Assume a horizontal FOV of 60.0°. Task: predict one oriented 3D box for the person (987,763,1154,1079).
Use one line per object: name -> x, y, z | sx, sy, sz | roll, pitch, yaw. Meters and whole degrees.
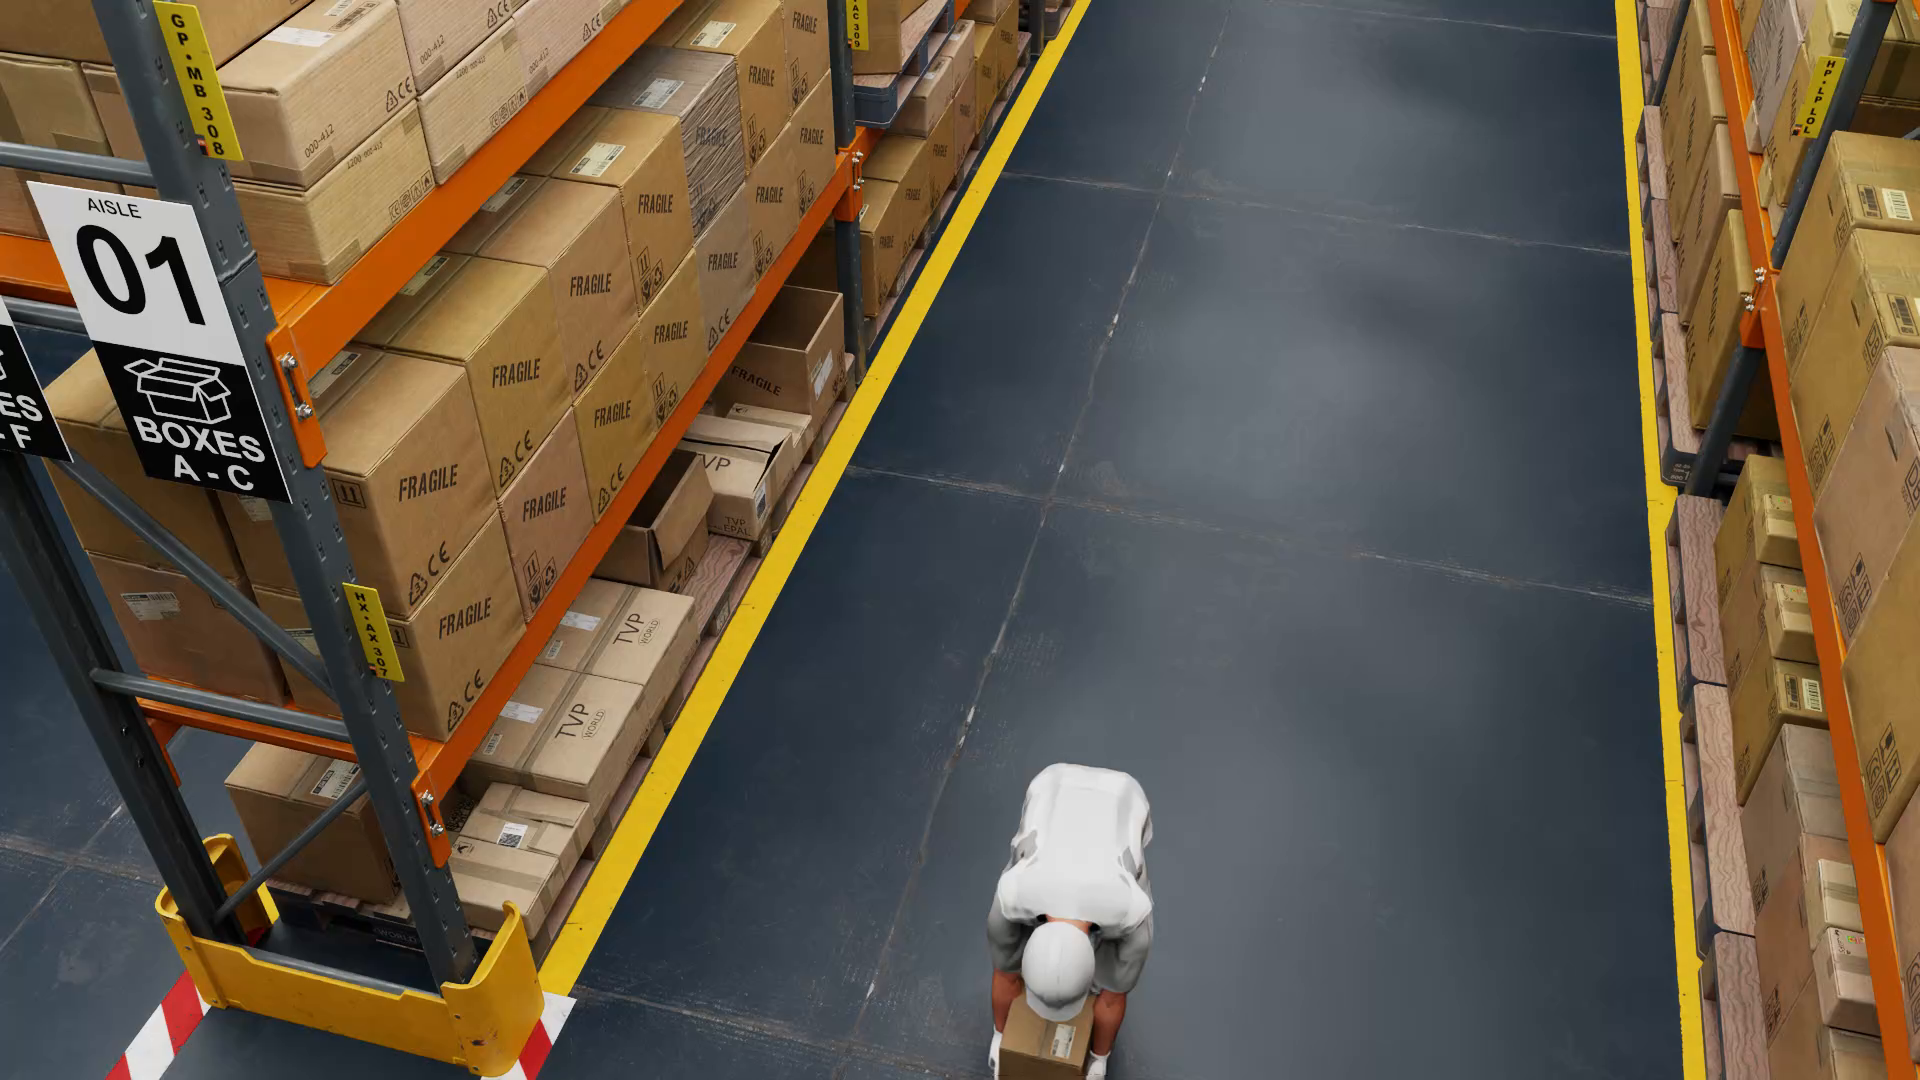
person -> 0.330, 1.281, 5.145 | 0.512, 1.136, 0.950 | 8, 41, 9
